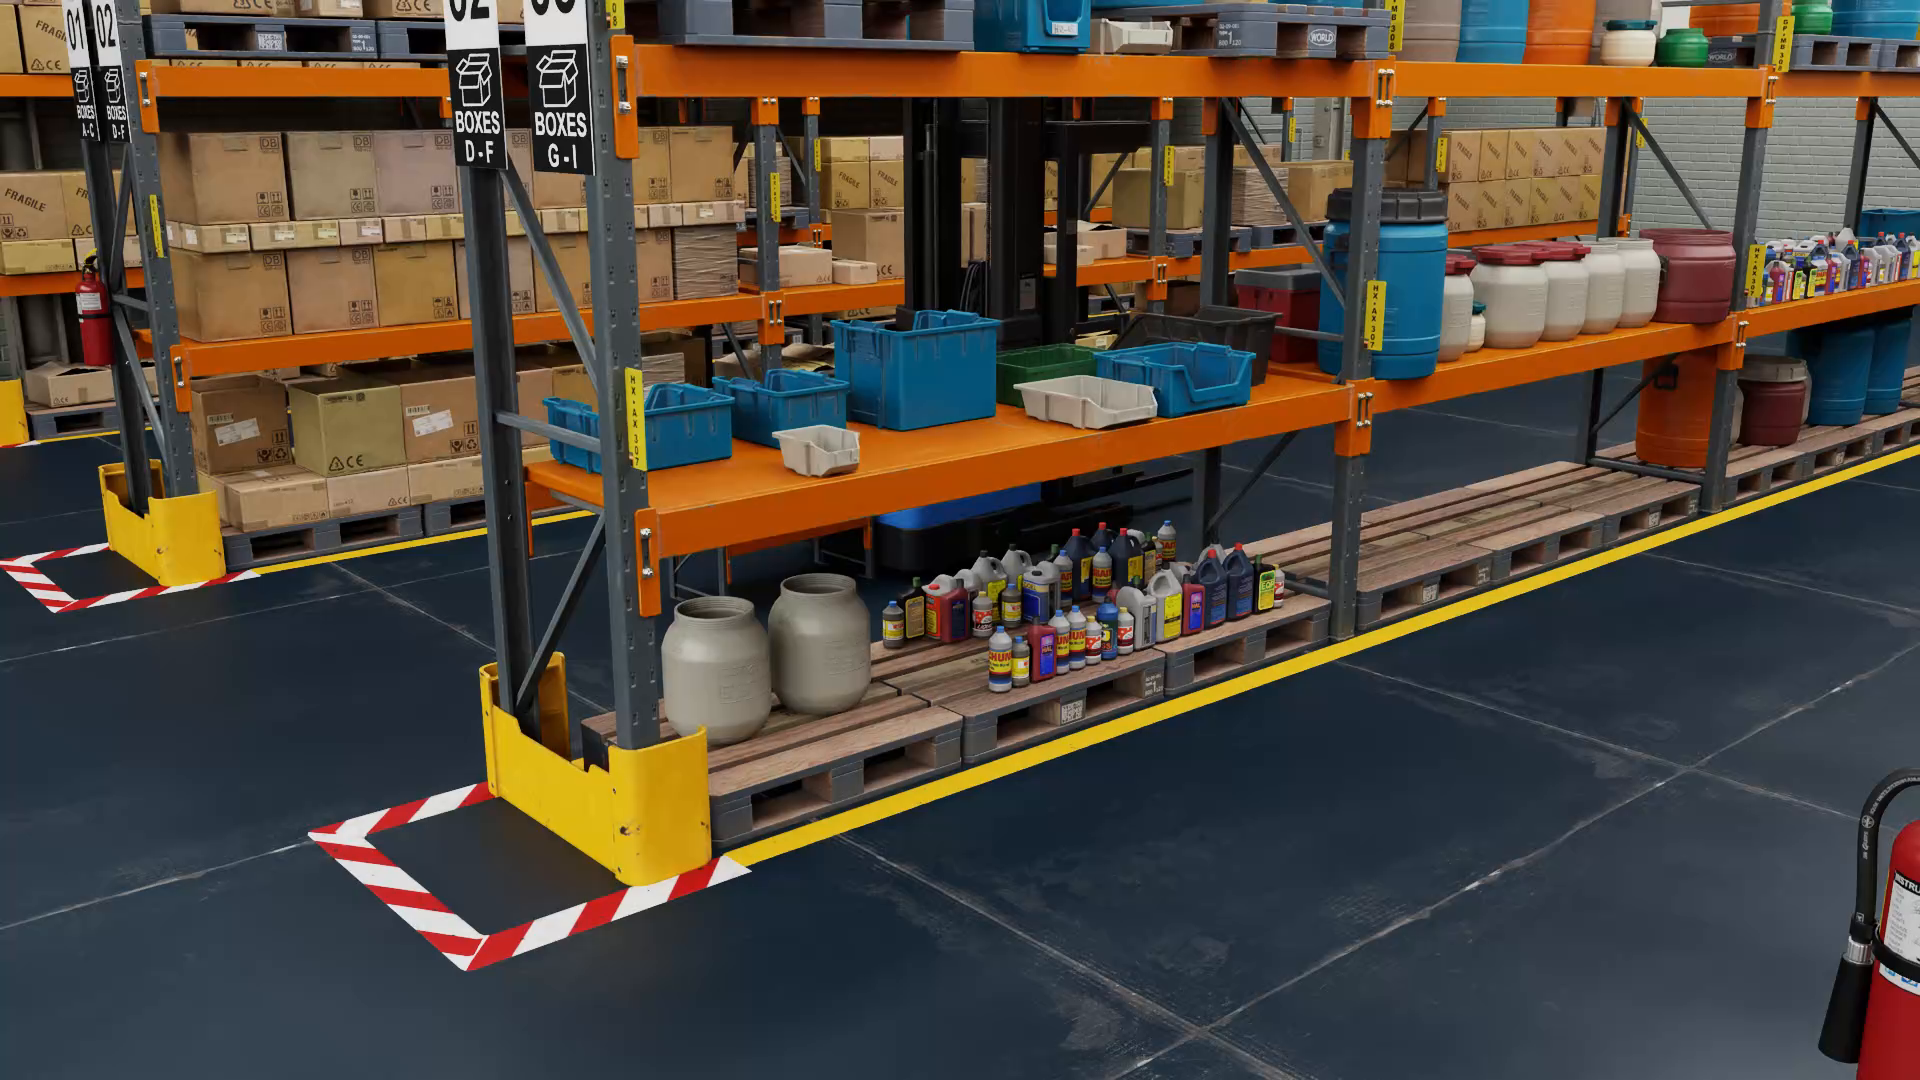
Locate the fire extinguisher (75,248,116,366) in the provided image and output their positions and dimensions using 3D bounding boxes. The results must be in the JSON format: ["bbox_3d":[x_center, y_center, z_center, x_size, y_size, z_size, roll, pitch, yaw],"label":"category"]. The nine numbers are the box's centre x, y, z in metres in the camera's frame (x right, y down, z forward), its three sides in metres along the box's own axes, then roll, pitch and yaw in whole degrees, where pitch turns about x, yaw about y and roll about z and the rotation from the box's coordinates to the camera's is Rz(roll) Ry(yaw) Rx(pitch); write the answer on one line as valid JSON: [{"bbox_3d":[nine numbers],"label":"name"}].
[{"bbox_3d":[-5.045,-1.361,9.683,0.183,0.674,0.296,-13,19,-39],"label":"fire extinguisher"}]

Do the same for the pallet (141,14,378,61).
[{"bbox_3d":[-4.101,-2.849,9.464,1.213,0.211,1.003,-13,19,-39],"label":"pallet"}]

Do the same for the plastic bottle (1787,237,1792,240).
[{"bbox_3d":[6.424,-2.210,12.938,0.133,0.283,0.061,-13,19,-39],"label":"plastic bottle"}]

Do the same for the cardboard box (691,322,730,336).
[{"bbox_3d":[-2.844,-2.455,17.621,0.500,0.500,0.700,-13,20,-39],"label":"cardboard box"}]

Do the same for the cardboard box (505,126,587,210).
[{"bbox_3d":[-2.723,-2.434,10.842,0.500,0.500,0.700,-13,20,-39],"label":"cardboard box"}]

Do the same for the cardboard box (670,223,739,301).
[{"bbox_3d":[-1.964,-1.978,11.648,0.500,0.500,0.700,-13,20,-41],"label":"cardboard box"}]

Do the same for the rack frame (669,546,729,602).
[{"bbox_3d":[-1.397,-0.186,8.768,0.032,1.125,0.500,-14,20,-42],"label":"rack frame"}]

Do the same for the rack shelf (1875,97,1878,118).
[{"bbox_3d":[9.159,-3.836,14.382,4.000,0.370,1.077,-13,19,-39],"label":"rack shelf"}]

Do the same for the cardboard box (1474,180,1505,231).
[{"bbox_3d":[5.349,-3.530,17.459,0.500,0.500,0.500,-12,19,-38],"label":"cardboard box"}]

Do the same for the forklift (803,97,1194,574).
[{"bbox_3d":[0.453,-1.529,10.295,3.031,2.935,1.130,-14,20,-42],"label":"forklift"}]

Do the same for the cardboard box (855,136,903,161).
[{"bbox_3d":[-0.954,-4.329,18.382,0.500,0.250,0.500,-13,20,-40],"label":"cardboard box"}]

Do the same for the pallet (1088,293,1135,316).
[{"bbox_3d":[1.772,-3.091,21.413,1.213,0.211,1.003,-13,19,-39],"label":"pallet"}]

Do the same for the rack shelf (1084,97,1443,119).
[{"bbox_3d":[2.893,-4.124,15.457,4.000,0.370,1.077,-13,19,-39],"label":"rack shelf"}]

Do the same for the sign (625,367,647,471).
[{"bbox_3d":[-1.044,-0.389,5.358,0.005,0.325,0.100,-13,19,-39],"label":"sign"}]

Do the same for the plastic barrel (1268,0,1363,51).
[{"bbox_3d":[1.856,-2.861,8.363,0.708,0.901,0.600,-13,19,-39],"label":"plastic barrel"}]

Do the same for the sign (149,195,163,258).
[{"bbox_3d":[-4.291,-1.676,8.879,0.005,0.325,0.100,-13,19,-39],"label":"sign"}]

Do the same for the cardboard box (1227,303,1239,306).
[{"bbox_3d":[2.718,-2.070,16.179,0.500,0.500,0.500,-14,20,-41],"label":"cardboard box"}]

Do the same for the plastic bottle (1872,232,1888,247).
[{"bbox_3d":[6.938,-2.150,12.580,0.185,0.351,0.144,-13,19,-39],"label":"plastic bottle"}]

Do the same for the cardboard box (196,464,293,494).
[{"bbox_3d":[-4.440,-0.351,10.266,0.500,0.250,0.500,-13,19,-39],"label":"cardboard box"}]

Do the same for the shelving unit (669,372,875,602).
[{"bbox_3d":[-1.032,-0.278,9.111,1.048,1.125,0.538,-14,20,-42],"label":"shelving unit"}]

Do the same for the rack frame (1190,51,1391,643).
[{"bbox_3d":[1.615,-1.041,8.334,0.127,3.000,1.000,-13,19,-39],"label":"rack frame"}]

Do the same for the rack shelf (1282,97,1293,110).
[{"bbox_3d":[2.656,-5.765,21.602,4.000,0.370,1.077,-13,19,-39],"label":"rack shelf"}]

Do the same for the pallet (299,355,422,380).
[{"bbox_3d":[-5.371,-1.502,15.463,1.213,0.211,1.003,-13,19,-39],"label":"pallet"}]

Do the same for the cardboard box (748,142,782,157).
[{"bbox_3d":[-2.111,-4.157,17.697,0.380,0.149,0.250,13,20,40],"label":"cardboard box"}]

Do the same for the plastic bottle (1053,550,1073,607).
[{"bbox_3d":[0.505,0.185,8.180,0.097,0.271,0.097,0,15,0],"label":"plastic bottle"}]

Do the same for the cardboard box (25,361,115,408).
[{"bbox_3d":[-7.325,-1.305,13.681,0.500,0.311,0.500,13,20,41],"label":"cardboard box"}]

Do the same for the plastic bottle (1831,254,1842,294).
[{"bbox_3d":[6.148,-1.877,11.712,0.097,0.271,0.097,0,15,0],"label":"plastic bottle"}]

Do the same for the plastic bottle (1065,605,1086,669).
[{"bbox_3d":[0.504,0.421,7.296,0.097,0.271,0.097,0,15,0],"label":"plastic bottle"}]

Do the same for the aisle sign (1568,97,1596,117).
[{"bbox_3d":[7.278,-5.363,19.479,0.004,0.787,0.394,-13,19,-39],"label":"aisle sign"}]

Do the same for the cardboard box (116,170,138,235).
[{"bbox_3d":[-6.575,-2.782,13.651,0.500,0.500,0.500,-13,20,-41],"label":"cardboard box"}]

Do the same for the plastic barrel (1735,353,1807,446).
[{"bbox_3d":[5.843,-1.034,12.167,0.708,0.588,0.600,-13,19,-39],"label":"plastic barrel"}]

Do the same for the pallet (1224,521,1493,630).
[{"bbox_3d":[2.182,0.166,9.220,1.213,0.211,1.003,-13,19,-39],"label":"pallet"}]

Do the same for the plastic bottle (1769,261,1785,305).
[{"bbox_3d":[5.449,-1.719,11.100,0.133,0.283,0.061,-13,19,-39],"label":"plastic bottle"}]

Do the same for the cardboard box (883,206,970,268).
[{"bbox_3d":[-0.268,-2.355,13.061,0.500,0.500,0.500,-13,19,-39],"label":"cardboard box"}]

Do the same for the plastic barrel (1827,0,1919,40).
[{"bbox_3d":[6.463,-3.971,11.708,0.708,0.901,0.600,-13,19,-39],"label":"plastic barrel"}]

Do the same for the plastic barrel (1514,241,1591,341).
[{"bbox_3d":[3.361,-1.423,9.503,0.433,0.535,0.433,0,15,0],"label":"plastic barrel"}]

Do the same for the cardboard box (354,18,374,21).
[{"bbox_3d":[-3.536,-3.345,10.237,0.500,0.311,0.500,-10,18,-33],"label":"cardboard box"}]

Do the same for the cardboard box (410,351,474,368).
[{"bbox_3d":[-3.319,-0.970,11.132,0.500,0.500,0.500,-13,19,-39],"label":"cardboard box"}]

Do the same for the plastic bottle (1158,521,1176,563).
[{"bbox_3d":[1.087,0.033,8.747,0.097,0.271,0.097,0,15,0],"label":"plastic bottle"}]

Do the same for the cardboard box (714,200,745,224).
[{"bbox_3d":[-1.698,-2.280,11.521,0.250,0.149,0.380,-13,20,-39],"label":"cardboard box"}]

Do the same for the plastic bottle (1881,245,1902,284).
[{"bbox_3d":[6.909,-2.059,12.387,0.135,0.276,0.152,-13,19,-39],"label":"plastic bottle"}]

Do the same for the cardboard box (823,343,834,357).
[{"bbox_3d":[-0.750,-1.449,13.290,0.500,0.311,0.500,-13,20,-40],"label":"cardboard box"}]

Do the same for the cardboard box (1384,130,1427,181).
[{"bbox_3d":[4.613,-4.028,17.388,0.500,0.500,0.500,-13,19,-39],"label":"cardboard box"}]

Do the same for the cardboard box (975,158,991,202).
[{"bbox_3d":[0.201,-4.227,19.455,0.500,0.500,0.500,-13,19,-39],"label":"cardboard box"}]

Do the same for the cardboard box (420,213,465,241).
[{"bbox_3d":[-3.243,-1.933,10.223,0.250,0.149,0.380,-13,20,-40],"label":"cardboard box"}]

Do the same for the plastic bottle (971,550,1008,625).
[{"bbox_3d":[0.131,0.218,7.902,0.185,0.351,0.144,-12,19,-37],"label":"plastic bottle"}]

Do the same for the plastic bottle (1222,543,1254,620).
[{"bbox_3d":[1.319,0.192,8.001,0.185,0.351,0.144,-13,20,-41],"label":"plastic bottle"}]

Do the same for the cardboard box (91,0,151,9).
[{"bbox_3d":[-6.665,-4.464,13.168,0.500,0.500,0.500,-12,19,-38],"label":"cardboard box"}]

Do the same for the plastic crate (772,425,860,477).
[{"bbox_3d":[-0.516,-0.325,6.164,0.250,0.136,0.298,-13,19,-39],"label":"plastic crate"}]

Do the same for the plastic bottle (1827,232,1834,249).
[{"bbox_3d":[6.993,-2.338,13.416,0.133,0.283,0.061,-13,19,-39],"label":"plastic bottle"}]
